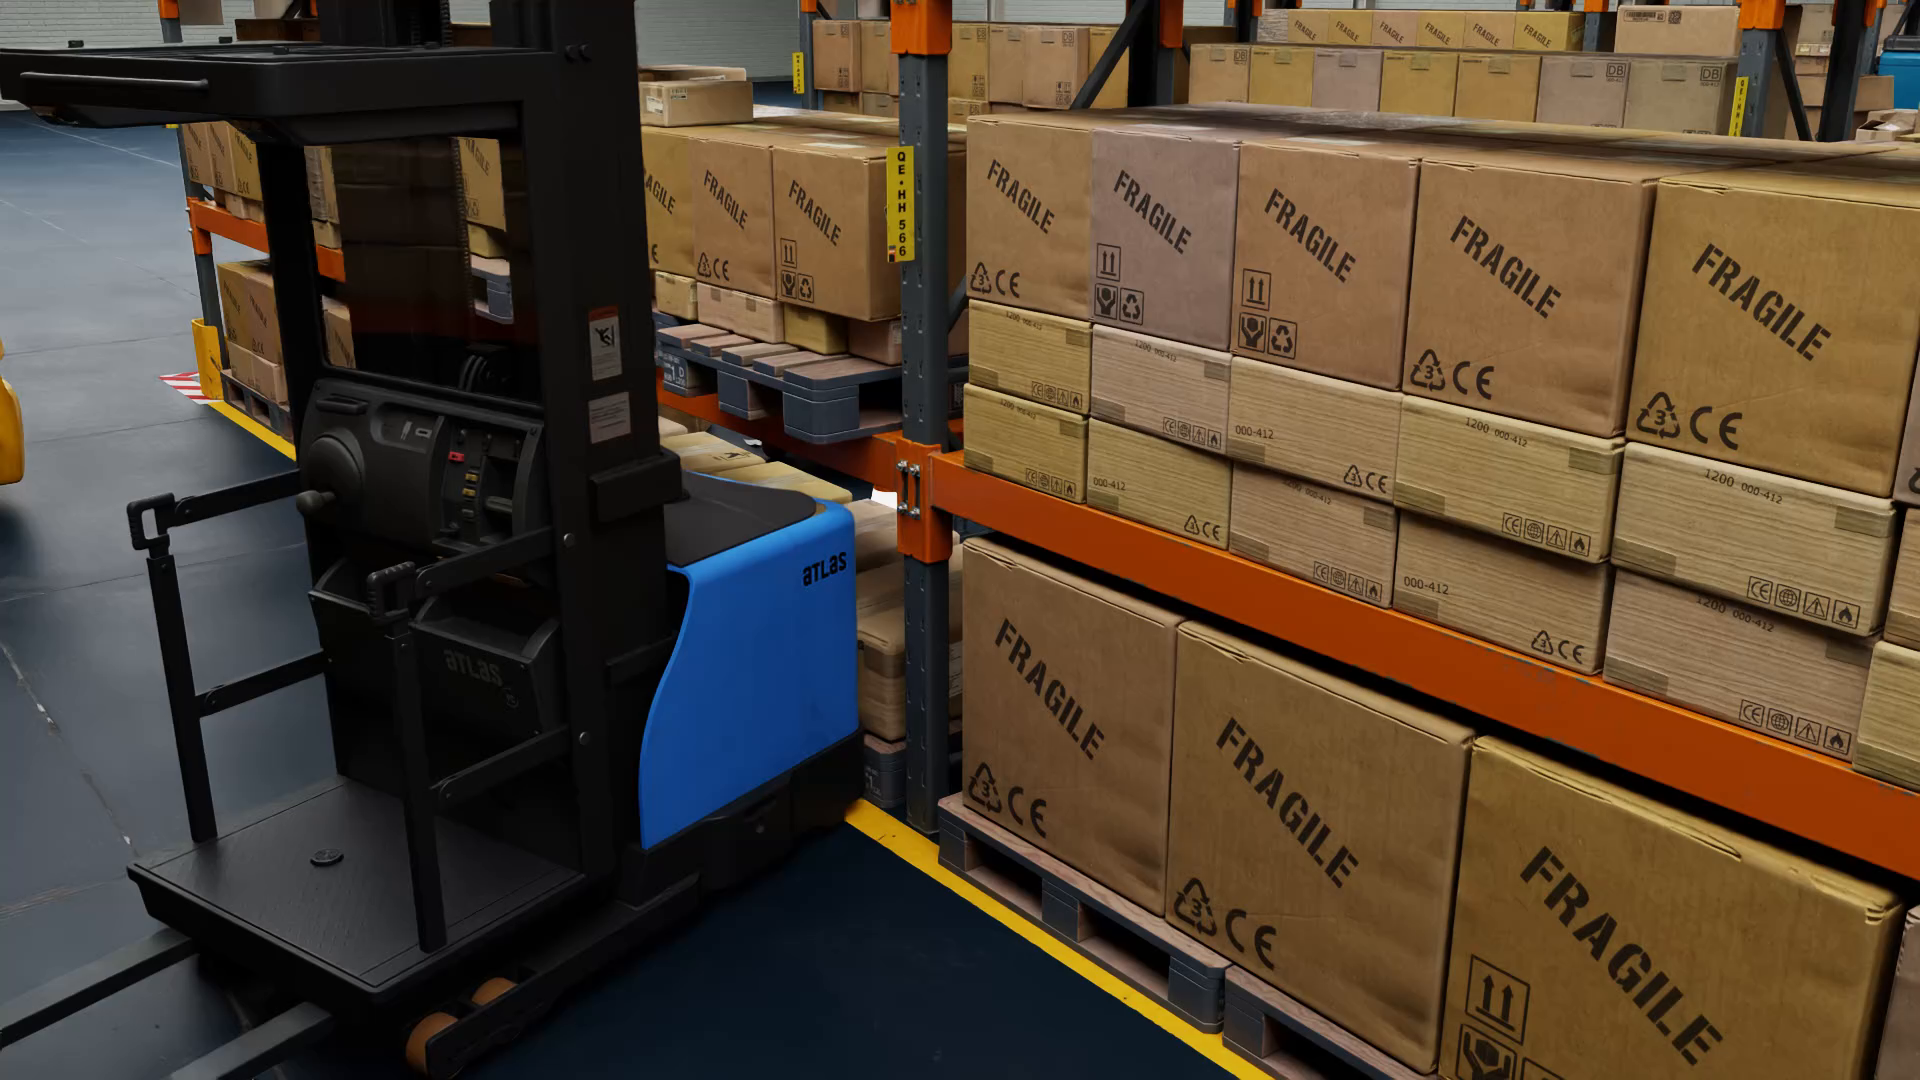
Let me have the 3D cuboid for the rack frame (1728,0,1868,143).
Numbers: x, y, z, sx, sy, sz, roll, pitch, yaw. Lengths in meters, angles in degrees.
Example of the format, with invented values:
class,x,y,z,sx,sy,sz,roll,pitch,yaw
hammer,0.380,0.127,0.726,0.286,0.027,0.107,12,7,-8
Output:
class,x,y,z,sx,sy,sz,roll,pitch,yaw
rack frame,4.069,-1.554,8.285,1.000,3.000,0.127,-14,23,-36

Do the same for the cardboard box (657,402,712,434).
class,x,y,z,sx,sy,sz,roll,pitch,yaw
cardboard box,-1.831,-0.893,10.260,0.500,0.500,0.500,1,18,2

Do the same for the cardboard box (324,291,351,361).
class,x,y,z,sx,sy,sz,roll,pitch,yaw
cardboard box,-3.445,-1.143,9.555,0.500,0.500,0.500,-13,22,-33

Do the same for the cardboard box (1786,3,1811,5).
class,x,y,z,sx,sy,sz,roll,pitch,yaw
cardboard box,11.133,-6.934,22.308,0.700,0.500,0.500,-14,23,-36

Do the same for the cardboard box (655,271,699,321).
class,x,y,z,sx,sy,sz,roll,pitch,yaw
cardboard box,-0.883,-0.912,6.077,0.380,0.149,0.250,-13,23,-35

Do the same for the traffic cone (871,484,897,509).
class,x,y,z,sx,sy,sz,roll,pitch,yaw
traffic cone,-0.365,-0.312,8.570,0.336,0.463,0.334,-14,23,-36

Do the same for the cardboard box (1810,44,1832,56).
class,x,y,z,sx,sy,sz,roll,pitch,yaw
cardboard box,11.370,-6.429,21.815,0.380,0.149,0.250,-14,23,-37

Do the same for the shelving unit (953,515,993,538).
class,x,y,z,sx,sy,sz,roll,pitch,yaw
shelving unit,0.005,-0.425,8.215,0.258,0.900,0.210,-14,23,-36

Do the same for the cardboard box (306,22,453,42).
class,x,y,z,sx,sy,sz,roll,pitch,yaw
cardboard box,-3.321,-2.733,9.621,0.700,0.500,0.500,-14,23,-36

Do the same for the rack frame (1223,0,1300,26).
class,x,y,z,sx,sy,sz,roll,pitch,yaw
rack frame,3.053,-4.469,17.086,1.000,3.000,0.127,-14,23,-36

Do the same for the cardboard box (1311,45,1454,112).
class,x,y,z,sx,sy,sz,roll,pitch,yaw
cardboard box,2.533,-2.690,9.965,0.700,0.500,0.500,-14,23,-36

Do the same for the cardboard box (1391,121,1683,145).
class,x,y,z,sx,sy,sz,roll,pitch,yaw
cardboard box,1.406,-0.761,4.138,0.500,0.500,0.500,-14,23,-36

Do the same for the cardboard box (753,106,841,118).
class,x,y,z,sx,sy,sz,roll,pitch,yaw
cardboard box,-0.815,-1.489,6.786,0.500,0.500,0.500,-15,24,-38

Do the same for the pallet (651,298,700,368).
class,x,y,z,sx,sy,sz,roll,pitch,yaw
pallet,-1.010,-0.952,6.771,1.003,0.211,1.213,-14,23,-36

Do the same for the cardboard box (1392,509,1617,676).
class,x,y,z,sx,sy,sz,roll,pitch,yaw
cardboard box,1.321,0.052,3.672,0.500,0.250,0.500,-14,23,-36

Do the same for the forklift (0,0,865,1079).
class,x,y,z,sx,sy,sz,roll,pitch,yaw
forklift,-1.569,-0.190,4.274,1.130,2.935,3.031,12,22,33

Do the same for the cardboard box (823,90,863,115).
class,x,y,z,sx,sy,sz,roll,pitch,yaw
cardboard box,-0.632,-3.514,13.965,0.875,0.550,0.550,-14,23,-36

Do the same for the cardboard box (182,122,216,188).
class,x,y,z,sx,sy,sz,roll,pitch,yaw
cardboard box,-4.639,-2.552,10.667,0.500,0.500,0.500,-14,23,-37

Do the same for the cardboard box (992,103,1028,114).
class,x,y,z,sx,sy,sz,roll,pitch,yaw
cardboard box,0.745,-2.987,12.372,0.875,0.550,0.550,-14,23,-36

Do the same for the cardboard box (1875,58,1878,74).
class,x,y,z,sx,sy,sz,roll,pitch,yaw
cardboard box,12.064,-5.950,21.401,0.700,0.500,0.500,-13,22,-35

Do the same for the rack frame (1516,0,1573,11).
class,x,y,z,sx,sy,sz,roll,pitch,yaw
rack frame,6.935,-5.435,20.006,1.000,3.000,0.127,-14,23,-36

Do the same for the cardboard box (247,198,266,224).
class,x,y,z,sx,sy,sz,roll,pitch,yaw
cardboard box,-4.090,-2.022,10.096,0.380,0.149,0.250,-13,22,-35

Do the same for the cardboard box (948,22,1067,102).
class,x,y,z,sx,sy,sz,roll,pitch,yaw
cardboard box,0.388,-3.623,12.576,0.875,0.550,0.500,-14,23,-36

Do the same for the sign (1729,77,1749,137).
class,x,y,z,sx,sy,sz,roll,pitch,yaw
sign,3.636,-1.995,7.773,0.100,0.325,0.005,-14,23,-36

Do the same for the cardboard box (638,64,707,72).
class,x,y,z,sx,sy,sz,roll,pitch,yaw
cardboard box,-1.330,-2.008,7.322,0.380,0.149,0.250,-15,23,-38

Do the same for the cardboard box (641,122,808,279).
class,x,y,z,sx,sy,sz,roll,pitch,yaw
cardboard box,-0.893,-1.258,6.091,0.500,0.500,0.500,-16,24,-40

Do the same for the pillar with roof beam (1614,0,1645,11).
class,x,y,z,sx,sy,sz,roll,pitch,yaw
pillar with roof beam,8.714,-10.852,26.818,9.100,9.000,0.400,-14,23,-36

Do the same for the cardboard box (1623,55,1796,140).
class,x,y,z,sx,sy,sz,roll,pitch,yaw
cardboard box,3.798,-2.189,8.452,0.700,0.500,0.500,-14,23,-36

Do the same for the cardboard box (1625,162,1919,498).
class,x,y,z,sx,sy,sz,roll,pitch,yaw
cardboard box,1.634,-0.416,3.096,0.500,0.500,0.500,-13,22,-34

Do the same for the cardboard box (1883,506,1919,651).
class,x,y,z,sx,sy,sz,roll,pitch,yaw
cardboard box,1.954,0.073,2.813,0.500,0.250,0.500,-13,23,-35

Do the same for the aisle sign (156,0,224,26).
class,x,y,z,sx,sy,sz,roll,pitch,yaw
aisle sign,-4.997,-3.723,10.700,0.394,0.787,0.004,-14,23,-36

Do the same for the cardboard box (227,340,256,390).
class,x,y,z,sx,sy,sz,roll,pitch,yaw
cardboard box,-4.432,-1.176,10.848,0.500,0.250,0.500,-14,23,-37

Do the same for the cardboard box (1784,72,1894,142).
class,x,y,z,sx,sy,sz,roll,pitch,yaw
cardboard box,6.685,-3.322,12.792,0.797,0.503,0.637,-11,21,-31

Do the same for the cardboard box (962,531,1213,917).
class,x,y,z,sx,sy,sz,roll,pitch,yaw
cardboard box,0.615,0.432,4.997,0.875,0.875,0.875,-14,23,-37

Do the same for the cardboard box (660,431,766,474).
class,x,y,z,sx,sy,sz,roll,pitch,yaw
cardboard box,-1.456,-0.196,7.694,0.950,0.372,0.625,-12,22,-33

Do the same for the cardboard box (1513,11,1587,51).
class,x,y,z,sx,sy,sz,roll,pitch,yaw
cardboard box,5.041,-4.204,14.063,0.500,0.500,0.500,-14,23,-36

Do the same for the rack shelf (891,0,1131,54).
class,x,y,z,sx,sy,sz,roll,pitch,yaw
rack shelf,-0.990,-2.139,6.422,1.077,0.370,4.000,-14,23,-36

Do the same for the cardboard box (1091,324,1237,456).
class,x,y,z,sx,sy,sz,roll,pitch,yaw
cardboard box,0.692,-0.429,4.329,0.500,0.250,0.500,-13,23,-35

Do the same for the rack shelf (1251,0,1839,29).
class,x,y,z,sx,sy,sz,roll,pitch,yaw
rack shelf,2.827,-3.130,9.415,1.077,0.370,4.000,-14,23,-36

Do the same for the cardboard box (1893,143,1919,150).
class,x,y,z,sx,sy,sz,roll,pitch,yaw
cardboard box,4.373,-1.699,7.508,0.380,0.149,0.250,-15,23,-38

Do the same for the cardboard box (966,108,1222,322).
class,x,y,z,sx,sy,sz,roll,pitch,yaw
cardboard box,0.366,-0.916,4.608,0.500,0.500,0.500,-15,23,-38

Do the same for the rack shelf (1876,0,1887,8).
class,x,y,z,sx,sy,sz,roll,pitch,yaw
rack shelf,10.661,-5.039,15.182,1.077,0.370,4.000,-14,23,-36

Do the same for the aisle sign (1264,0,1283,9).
class,x,y,z,sx,sy,sz,roll,pitch,yaw
aisle sign,3.249,-5.777,16.901,0.394,0.787,0.004,-14,23,-36

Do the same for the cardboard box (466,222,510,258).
class,x,y,z,sx,sy,sz,roll,pitch,yaw
cardboard box,-1.989,-1.368,7.453,0.380,0.149,0.250,-13,23,-35

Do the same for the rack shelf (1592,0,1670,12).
class,x,y,z,sx,sy,sz,roll,pitch,yaw
rack shelf,6.778,-4.073,12.263,1.077,0.370,4.000,-14,23,-36

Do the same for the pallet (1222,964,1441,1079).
class,x,y,z,sx,sy,sz,roll,pitch,yaw
pallet,1.435,1.270,4.192,1.003,0.211,1.213,-14,23,-36

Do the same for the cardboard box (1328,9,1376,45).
class,x,y,z,sx,sy,sz,roll,pitch,yaw
cardboard box,3.797,-4.696,15.549,0.500,0.500,0.500,-14,23,-36

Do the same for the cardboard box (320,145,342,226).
class,x,y,z,sx,sy,sz,roll,pitch,yaw
cardboard box,-3.028,-1.924,8.769,0.500,0.500,0.500,-13,22,-34

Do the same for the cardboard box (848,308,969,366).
class,x,y,z,sx,sy,sz,roll,pitch,yaw
cardboard box,-0.137,-0.678,5.371,0.380,0.149,0.250,-13,22,-34
